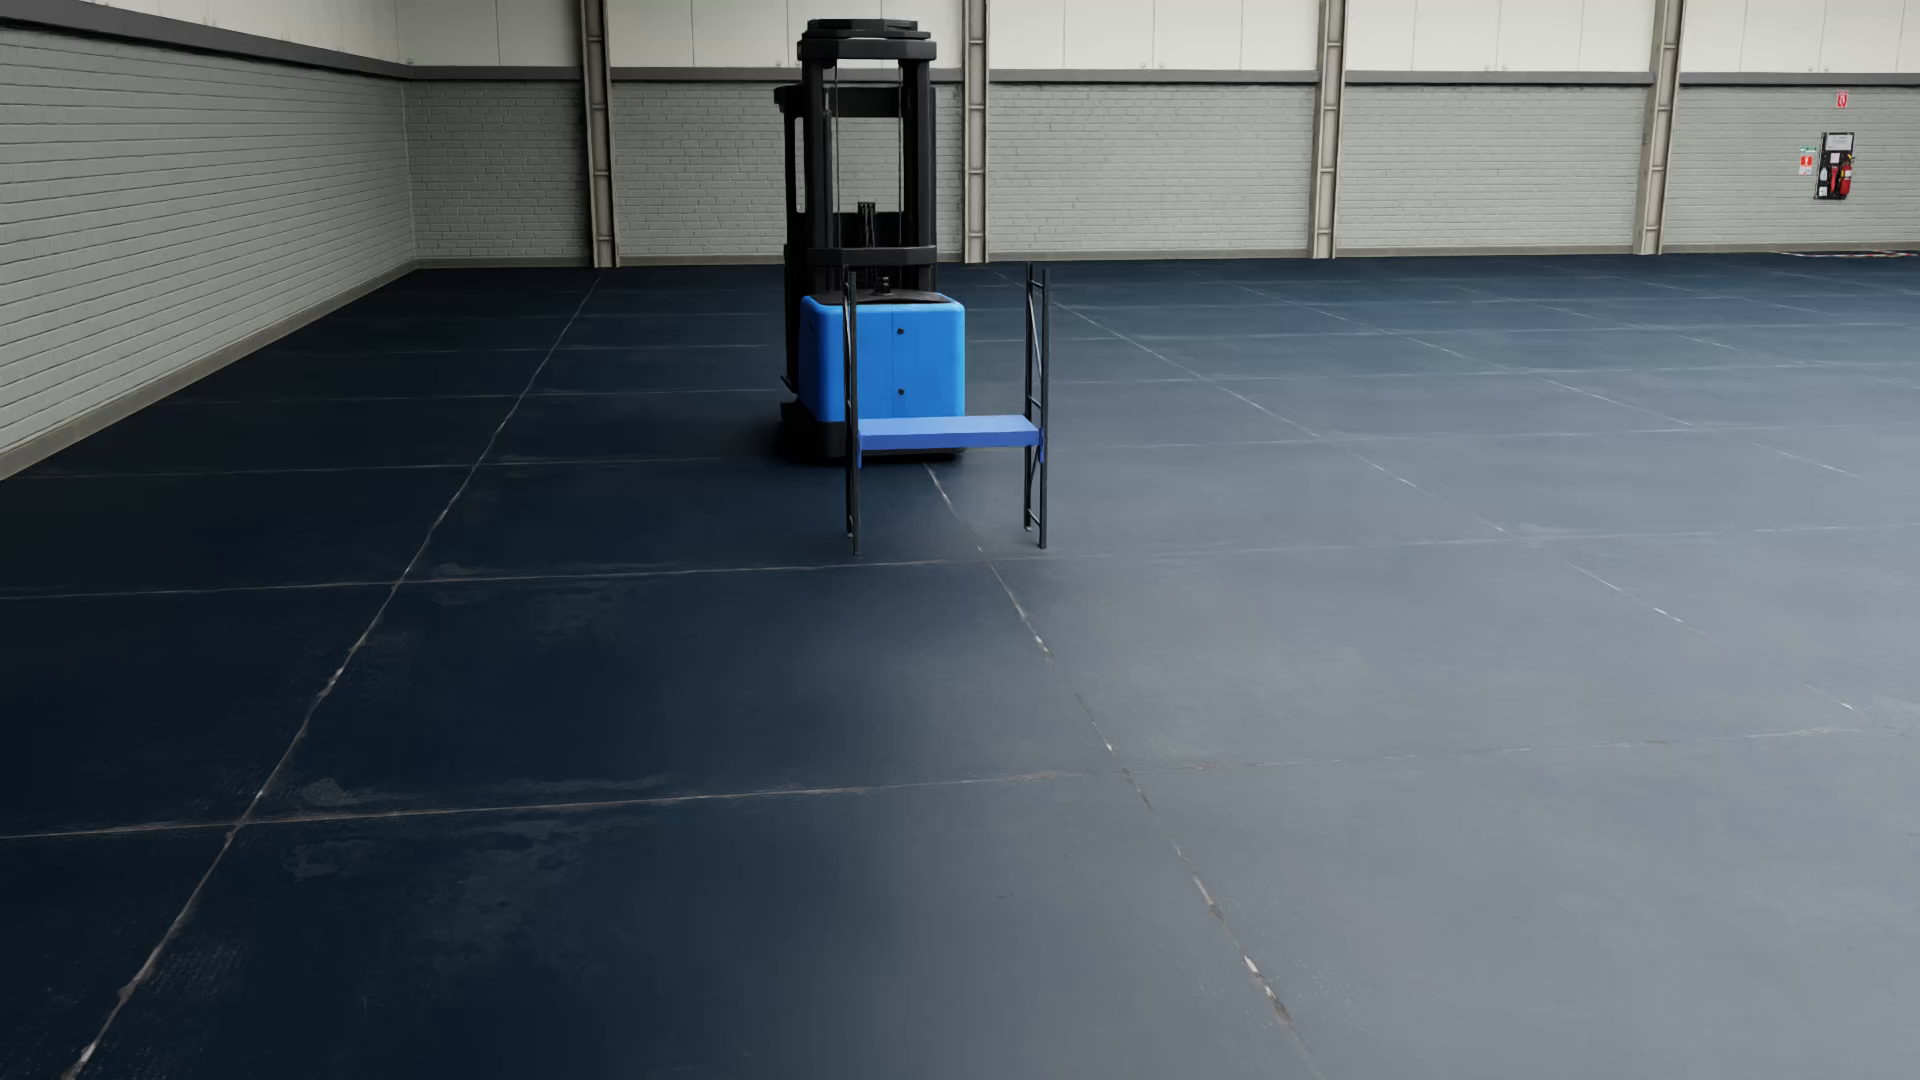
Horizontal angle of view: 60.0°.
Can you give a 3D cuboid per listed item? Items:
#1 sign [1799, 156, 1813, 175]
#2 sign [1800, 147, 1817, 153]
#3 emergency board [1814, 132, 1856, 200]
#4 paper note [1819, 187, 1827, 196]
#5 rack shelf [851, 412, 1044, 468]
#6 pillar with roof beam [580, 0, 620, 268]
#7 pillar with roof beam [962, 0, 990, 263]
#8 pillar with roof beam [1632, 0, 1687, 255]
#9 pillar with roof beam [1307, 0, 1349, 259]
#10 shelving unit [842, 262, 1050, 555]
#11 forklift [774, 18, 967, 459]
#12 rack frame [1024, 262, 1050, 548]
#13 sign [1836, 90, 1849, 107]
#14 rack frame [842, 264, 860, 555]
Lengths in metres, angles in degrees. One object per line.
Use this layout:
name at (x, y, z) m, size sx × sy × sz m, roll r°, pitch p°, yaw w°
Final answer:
sign at (15.041, -6.666, 29.564) m, size 0.234 × 0.329 × 0.001 m, roll -2°, pitch 14°, yaw -8°
sign at (15.047, -6.921, 29.492) m, size 0.331 × 0.109 × 0.001 m, roll -2°, pitch 14°, yaw -8°
emergency board at (15.603, -6.644, 29.549) m, size 0.643 × 1.169 × 0.194 m, roll -2°, pitch 14°, yaw -8°
paper note at (15.418, -6.227, 29.697) m, size 0.142 × 0.148 × 0.016 m, roll -2°, pitch 14°, yaw -8°
rack shelf at (-0.084, -0.550, 9.071) m, size 1.000 × 0.185 × 0.538 m, roll -2°, pitch 14°, yaw -8°
pillar with roof beam at (-5.038, -7.729, 21.543) m, size 0.400 × 9.000 × 9.100 m, roll -2°, pitch 14°, yaw -8°
pillar with roof beam at (0.895, -7.947, 22.410) m, size 0.400 × 9.000 × 9.100 m, roll -2°, pitch 14°, yaw -8°
pillar with roof beam at (12.761, -8.382, 24.144) m, size 0.400 × 9.000 × 9.100 m, roll -2°, pitch 14°, yaw -8°
pillar with roof beam at (6.828, -8.164, 23.277) m, size 0.400 × 9.000 × 9.100 m, roll -2°, pitch 14°, yaw -8°
shelving unit at (-0.084, -0.724, 9.027) m, size 1.048 × 1.500 × 0.538 m, roll -2°, pitch 14°, yaw -8°
forklift at (-0.765, -2.285, 12.308) m, size 1.130 × 2.935 × 3.031 m, roll -3°, pitch 14°, yaw -12°
rack frame at (0.418, -0.743, 9.101) m, size 0.032 × 1.500 × 0.500 m, roll -2°, pitch 14°, yaw -8°
sign at (15.580, -7.792, 29.362) m, size 0.199 × 0.298 × 0.001 m, roll -2°, pitch 14°, yaw -8°
rack frame at (-0.587, -0.706, 8.954) m, size 0.032 × 1.500 × 0.500 m, roll -2°, pitch 14°, yaw -8°
